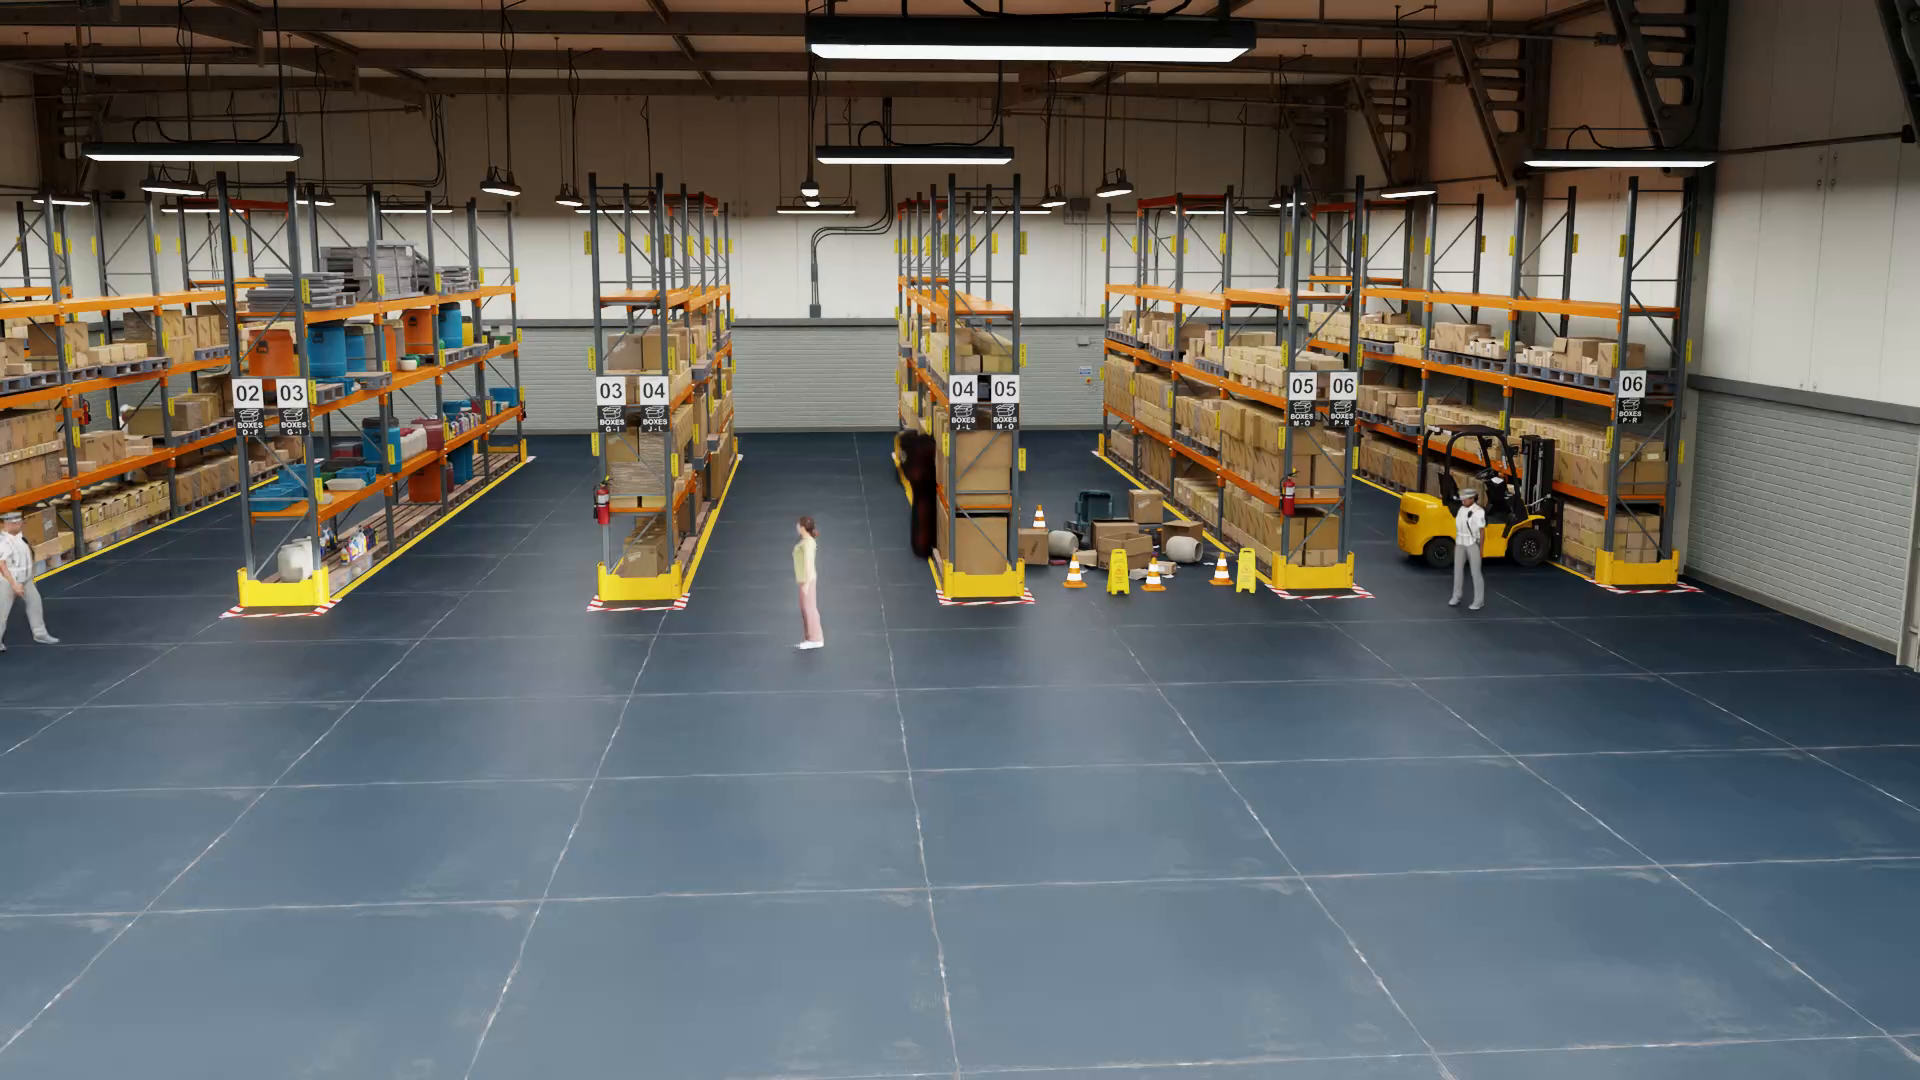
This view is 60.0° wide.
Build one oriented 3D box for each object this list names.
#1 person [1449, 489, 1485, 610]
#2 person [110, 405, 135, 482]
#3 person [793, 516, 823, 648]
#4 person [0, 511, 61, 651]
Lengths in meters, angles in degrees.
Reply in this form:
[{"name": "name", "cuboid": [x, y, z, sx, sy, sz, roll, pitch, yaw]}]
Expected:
[{"name": "person", "cuboid": [7.133, 0.108, 23.313, 0.371, 1.663, 0.546, -7, 12, -33]}, {"name": "person", "cuboid": [-17.572, -1.992, 35.032, 0.491, 1.722, 1.042, -1, 10, -4]}, {"name": "person", "cuboid": [-1.915, 0.539, 20.900, 0.365, 1.707, 0.570, -1, 10, -7]}, {"name": "person", "cuboid": [-11.866, 0.511, 20.924, 0.602, 1.760, 0.699, 1, 10, 7]}]
